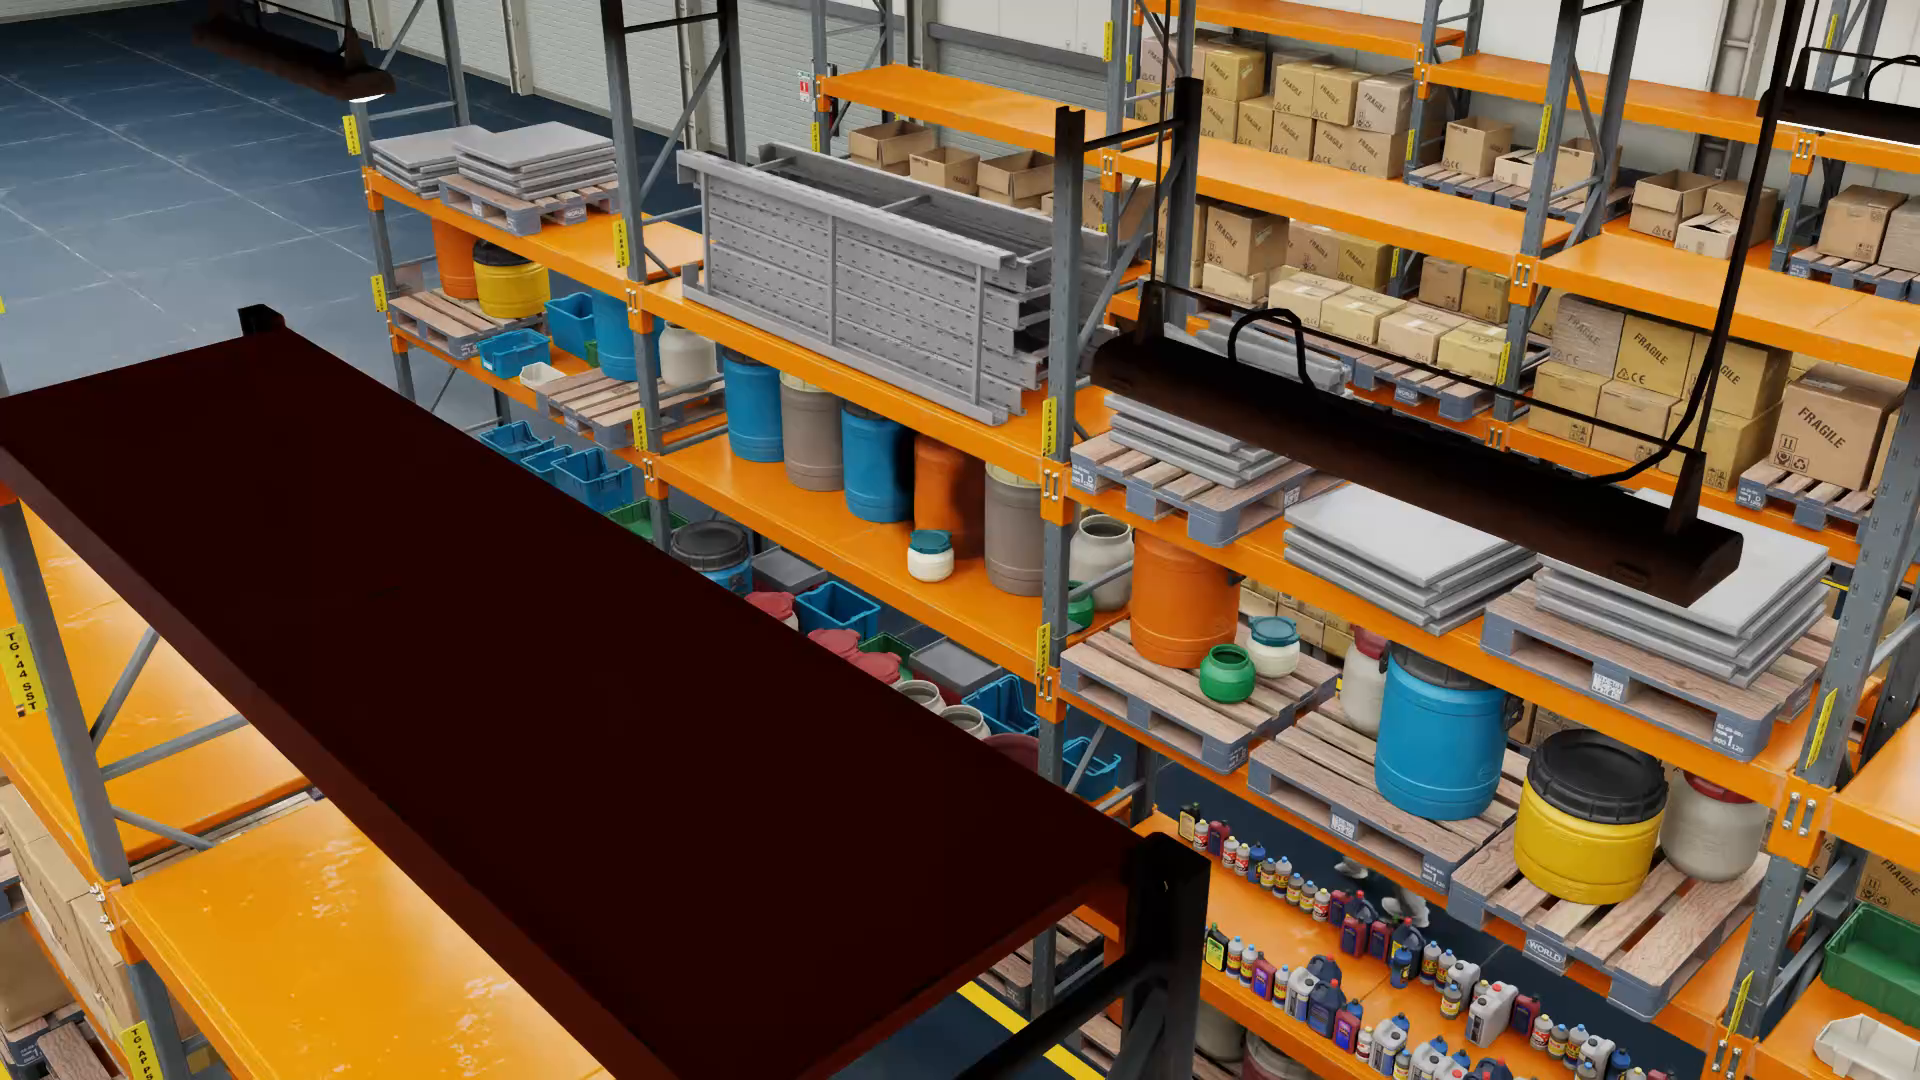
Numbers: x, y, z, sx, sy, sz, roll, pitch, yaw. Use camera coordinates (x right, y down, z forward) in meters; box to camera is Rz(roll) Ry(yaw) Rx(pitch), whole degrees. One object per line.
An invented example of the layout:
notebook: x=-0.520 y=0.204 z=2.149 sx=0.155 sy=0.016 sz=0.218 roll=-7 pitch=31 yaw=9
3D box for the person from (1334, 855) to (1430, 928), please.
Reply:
person: x=2.995 y=1.862 z=11.635 sx=0.735 sy=1.814 sz=0.935 roll=-21 pitch=35 yaw=-34

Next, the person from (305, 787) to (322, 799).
person: x=-5.121 y=1.369 z=12.552 sx=0.524 sy=1.672 sz=0.520 roll=17 pitch=33 yaw=29
